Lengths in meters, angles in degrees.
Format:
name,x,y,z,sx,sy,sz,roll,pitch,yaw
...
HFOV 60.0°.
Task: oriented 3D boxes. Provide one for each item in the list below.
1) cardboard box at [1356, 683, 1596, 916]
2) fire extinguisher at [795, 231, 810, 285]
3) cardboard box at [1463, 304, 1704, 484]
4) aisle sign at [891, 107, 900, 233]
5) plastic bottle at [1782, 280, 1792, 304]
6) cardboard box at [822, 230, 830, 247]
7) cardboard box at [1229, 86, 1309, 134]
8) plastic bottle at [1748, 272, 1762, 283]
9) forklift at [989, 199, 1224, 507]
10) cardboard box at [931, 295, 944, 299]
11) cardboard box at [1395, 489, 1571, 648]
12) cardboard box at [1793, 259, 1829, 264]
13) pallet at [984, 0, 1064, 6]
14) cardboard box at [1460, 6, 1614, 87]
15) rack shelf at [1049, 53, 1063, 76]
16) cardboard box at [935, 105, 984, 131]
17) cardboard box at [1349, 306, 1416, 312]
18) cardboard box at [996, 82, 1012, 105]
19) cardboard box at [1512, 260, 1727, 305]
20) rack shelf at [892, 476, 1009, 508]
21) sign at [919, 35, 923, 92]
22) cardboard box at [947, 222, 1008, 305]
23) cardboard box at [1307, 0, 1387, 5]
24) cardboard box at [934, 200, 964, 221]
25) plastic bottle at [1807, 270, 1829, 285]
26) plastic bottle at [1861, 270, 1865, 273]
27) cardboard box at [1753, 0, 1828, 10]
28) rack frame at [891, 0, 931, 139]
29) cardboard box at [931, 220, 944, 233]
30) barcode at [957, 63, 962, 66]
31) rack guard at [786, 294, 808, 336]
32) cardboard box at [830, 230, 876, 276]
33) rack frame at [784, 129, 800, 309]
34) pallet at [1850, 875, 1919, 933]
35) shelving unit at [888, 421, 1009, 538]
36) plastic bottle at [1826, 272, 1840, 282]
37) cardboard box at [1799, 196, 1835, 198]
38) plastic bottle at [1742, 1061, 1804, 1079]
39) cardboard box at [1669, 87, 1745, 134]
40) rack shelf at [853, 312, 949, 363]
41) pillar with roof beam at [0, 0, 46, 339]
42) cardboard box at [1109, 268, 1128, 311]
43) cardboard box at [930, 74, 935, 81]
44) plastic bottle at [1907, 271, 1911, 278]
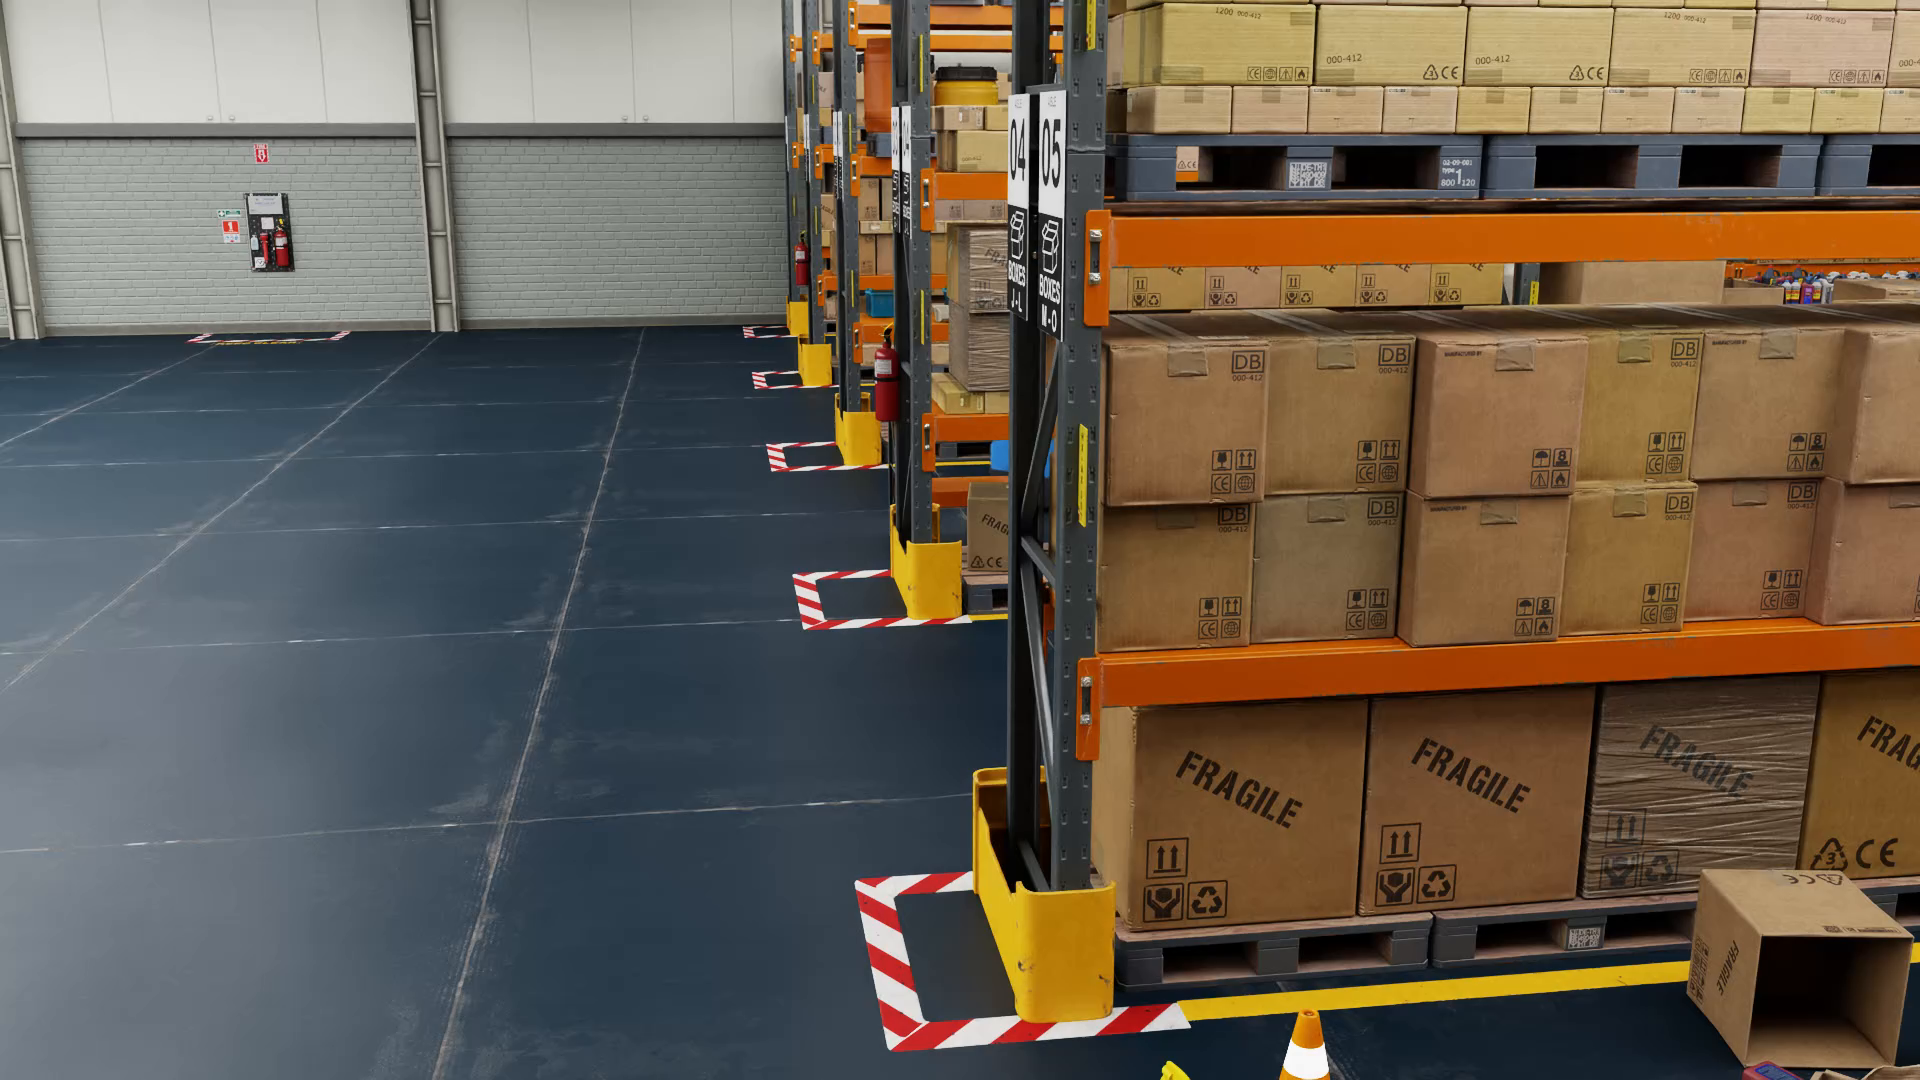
name,x,y,z,sx,sy,sz,roll,pitch,yaw
cardboard box,1.856,0.867,6.602,0.875,0.875,0.875,-2,14,-9
fire extinguisher,-1.971,-3.536,20.816,0.183,0.674,0.296,-2,14,-8
cardboard box,2.307,-0.568,6.291,0.500,0.550,0.875,-2,14,-8
aisle sign,-0.419,-2.414,10.838,0.004,0.787,0.394,-2,14,-8
plastic bottle,8.272,-2.468,16.661,0.097,0.271,0.097,0,14,0
cardboard box,-1.997,-4.536,24.910,0.500,0.250,0.500,-3,14,-10
cardboard box,0.964,-1.417,5.486,0.250,0.149,0.380,-2,14,-8
plastic bottle,8.326,-2.667,17.429,0.133,0.283,0.061,-2,14,-8
forklift,1.557,-1.924,14.367,1.130,2.935,3.031,11,18,38
cardboard box,-0.313,-2.831,21.092,0.500,0.500,0.500,-2,14,-8
cardboard box,1.799,0.001,6.244,0.550,0.550,0.875,-2,14,-8
cardboard box,11.131,-3.922,21.989,0.500,0.500,0.500,-2,14,-7
pallet,0.884,-4.963,15.221,1.213,0.211,1.003,-2,14,-8
cardboard box,1.842,-1.658,5.630,0.500,0.250,0.500,-2,14,-9
rack shelf,3.406,-7.242,25.402,4.000,0.370,1.077,-2,14,-8
cardboard box,-0.006,-2.613,10.299,0.250,0.149,0.380,-2,14,-9
cardboard box,2.688,-1.410,11.361,0.500,0.500,0.875,-2,14,-8
cardboard box,0.523,-5.359,20.393,0.637,0.503,0.797,-1,14,-2
cardboard box,4.449,-1.718,11.310,1.000,1.000,1.000,-2,14,-8
rack shelf,0.007,-0.309,12.645,1.000,0.278,0.538,-2,14,-8
sign,-0.232,-2.832,9.884,0.005,0.325,0.100,-2,14,-8
cardboard box,0.194,-1.841,11.022,0.500,0.500,0.500,-2,14,-8
cardboard box,1.204,-1.813,5.425,0.250,0.149,0.380,-2,14,-9
cardboard box,-0.252,-4.199,20.426,0.500,0.500,0.700,-2,14,-8
plastic bottle,8.710,-2.566,16.887,0.185,0.351,0.144,-2,14,-8
plastic bottle,9.511,-2.710,17.603,0.133,0.283,0.061,-2,14,-8
cardboard box,2.719,-1.868,5.647,0.250,0.149,0.380,-2,14,-9
rack frame,-0.313,-3.993,10.146,0.127,3.000,1.000,-2,14,-8
cardboard box,-0.345,-3.830,20.288,0.250,0.149,0.380,-3,14,-10
barcode,-0.010,-7.232,25.322,0.075,0.075,0.001,-2,14,-8
rack guard,-2.452,-3.448,25.444,0.348,0.500,1.175,-2,14,-8
cardboard box,-1.322,-3.529,20.421,0.500,0.500,0.700,-2,14,-8
rack frame,-2.527,-4.658,25.129,0.127,3.000,1.000,-2,14,-8
pallet,3.518,1.330,6.986,1.213,0.211,1.003,-2,14,-8
shelving unit,0.007,-0.546,12.586,1.048,1.125,0.538,-2,14,-8
plastic bottle,9.156,-2.683,17.507,0.135,0.276,0.152,-2,14,-8
cardboard box,11.099,-4.403,21.851,0.500,0.500,0.500,-3,14,-10
plastic bottle,2.713,1.801,5.414,0.133,0.061,0.283,-8,16,-28
cardboard box,2.460,-1.471,5.704,0.250,0.149,0.380,-2,14,-8
rack shelf,0.927,-1.998,16.003,4.000,0.370,1.077,-2,14,-8
pillar with roof beam,-13.188,-6.331,19.467,0.400,9.000,9.100,-2,14,-8
cardboard box,0.767,-1.732,10.590,0.500,0.500,0.500,-2,14,-8
cardboard box,-0.612,-6.786,25.146,0.500,0.500,0.500,-2,14,-8
plastic bottle,10.049,-2.720,17.665,0.097,0.271,0.097,0,14,0
